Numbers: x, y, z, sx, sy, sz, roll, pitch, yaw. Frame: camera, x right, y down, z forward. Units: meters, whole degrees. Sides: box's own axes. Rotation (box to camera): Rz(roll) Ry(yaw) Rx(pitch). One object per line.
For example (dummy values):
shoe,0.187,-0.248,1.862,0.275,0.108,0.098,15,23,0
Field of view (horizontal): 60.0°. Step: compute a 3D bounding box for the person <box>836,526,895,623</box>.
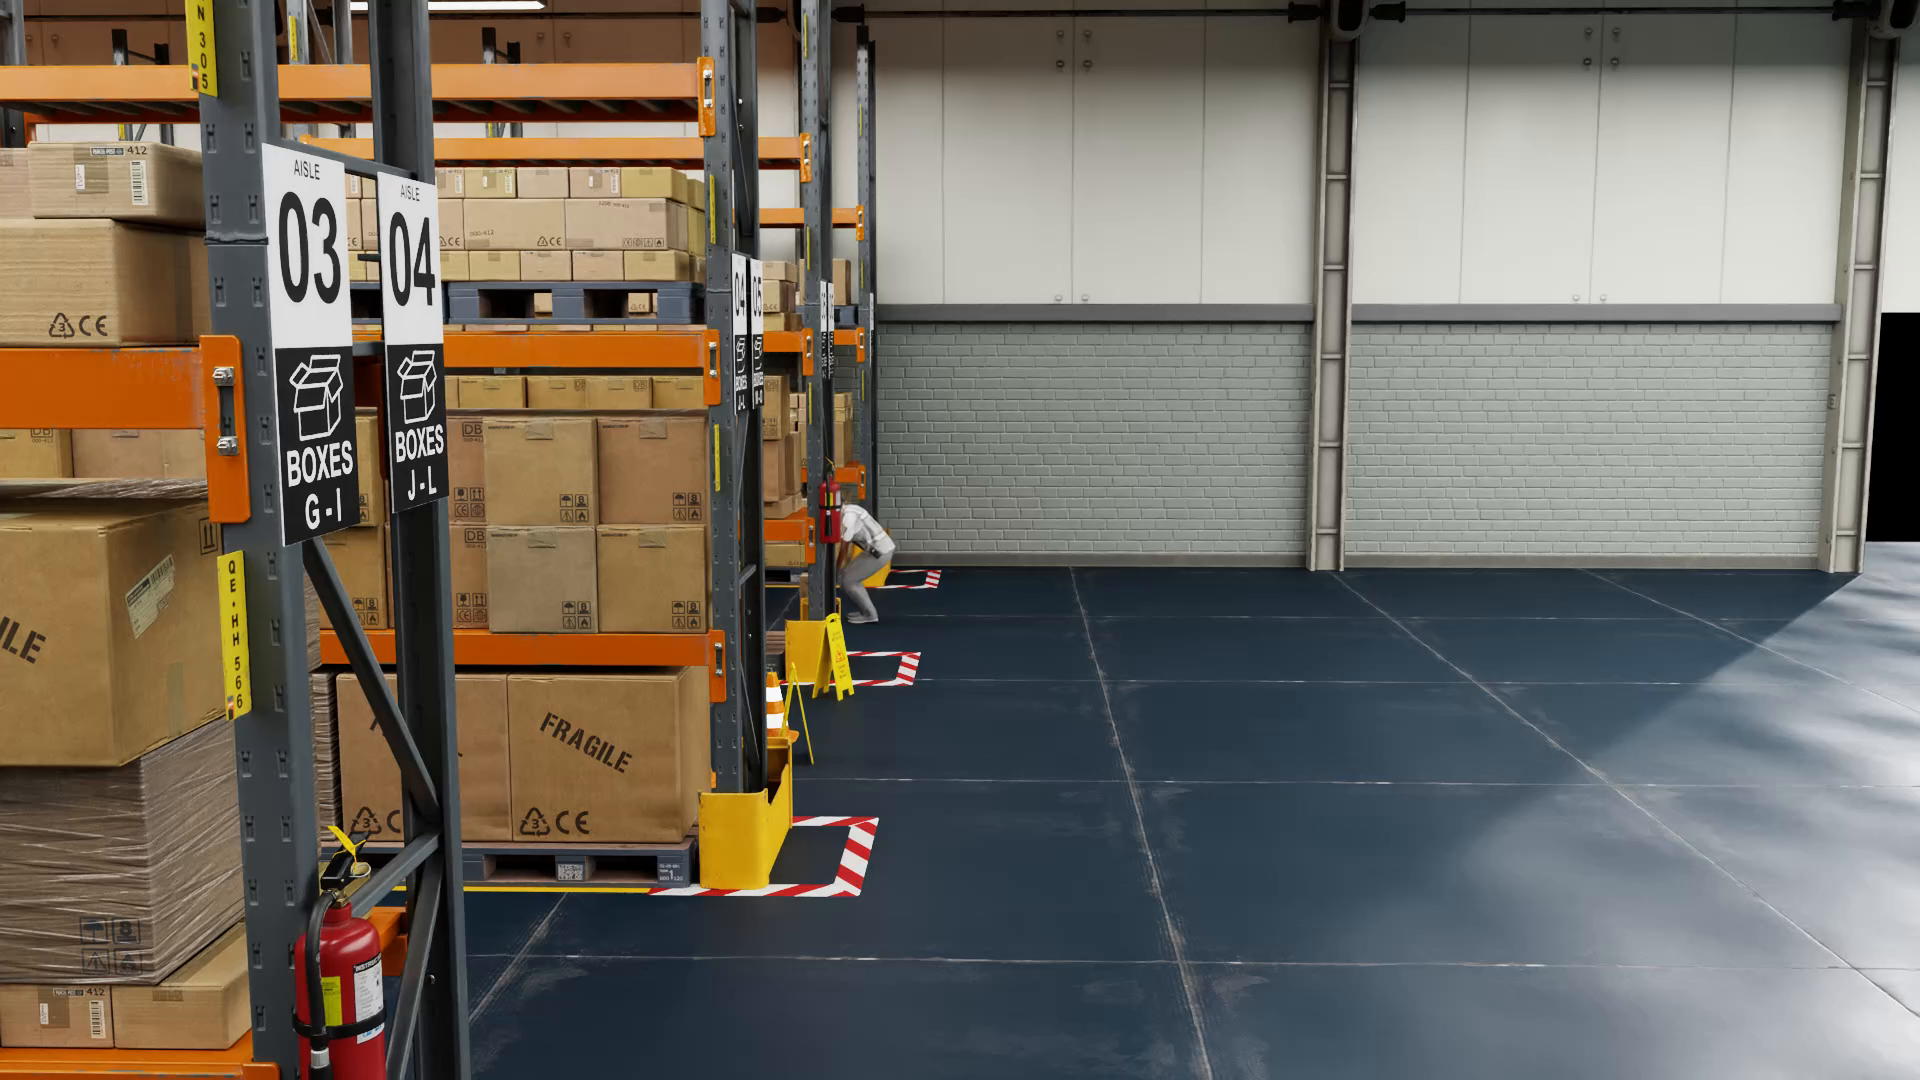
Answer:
person,-1.044,0.278,16.092,0.832,1.037,0.481,0,7,1
